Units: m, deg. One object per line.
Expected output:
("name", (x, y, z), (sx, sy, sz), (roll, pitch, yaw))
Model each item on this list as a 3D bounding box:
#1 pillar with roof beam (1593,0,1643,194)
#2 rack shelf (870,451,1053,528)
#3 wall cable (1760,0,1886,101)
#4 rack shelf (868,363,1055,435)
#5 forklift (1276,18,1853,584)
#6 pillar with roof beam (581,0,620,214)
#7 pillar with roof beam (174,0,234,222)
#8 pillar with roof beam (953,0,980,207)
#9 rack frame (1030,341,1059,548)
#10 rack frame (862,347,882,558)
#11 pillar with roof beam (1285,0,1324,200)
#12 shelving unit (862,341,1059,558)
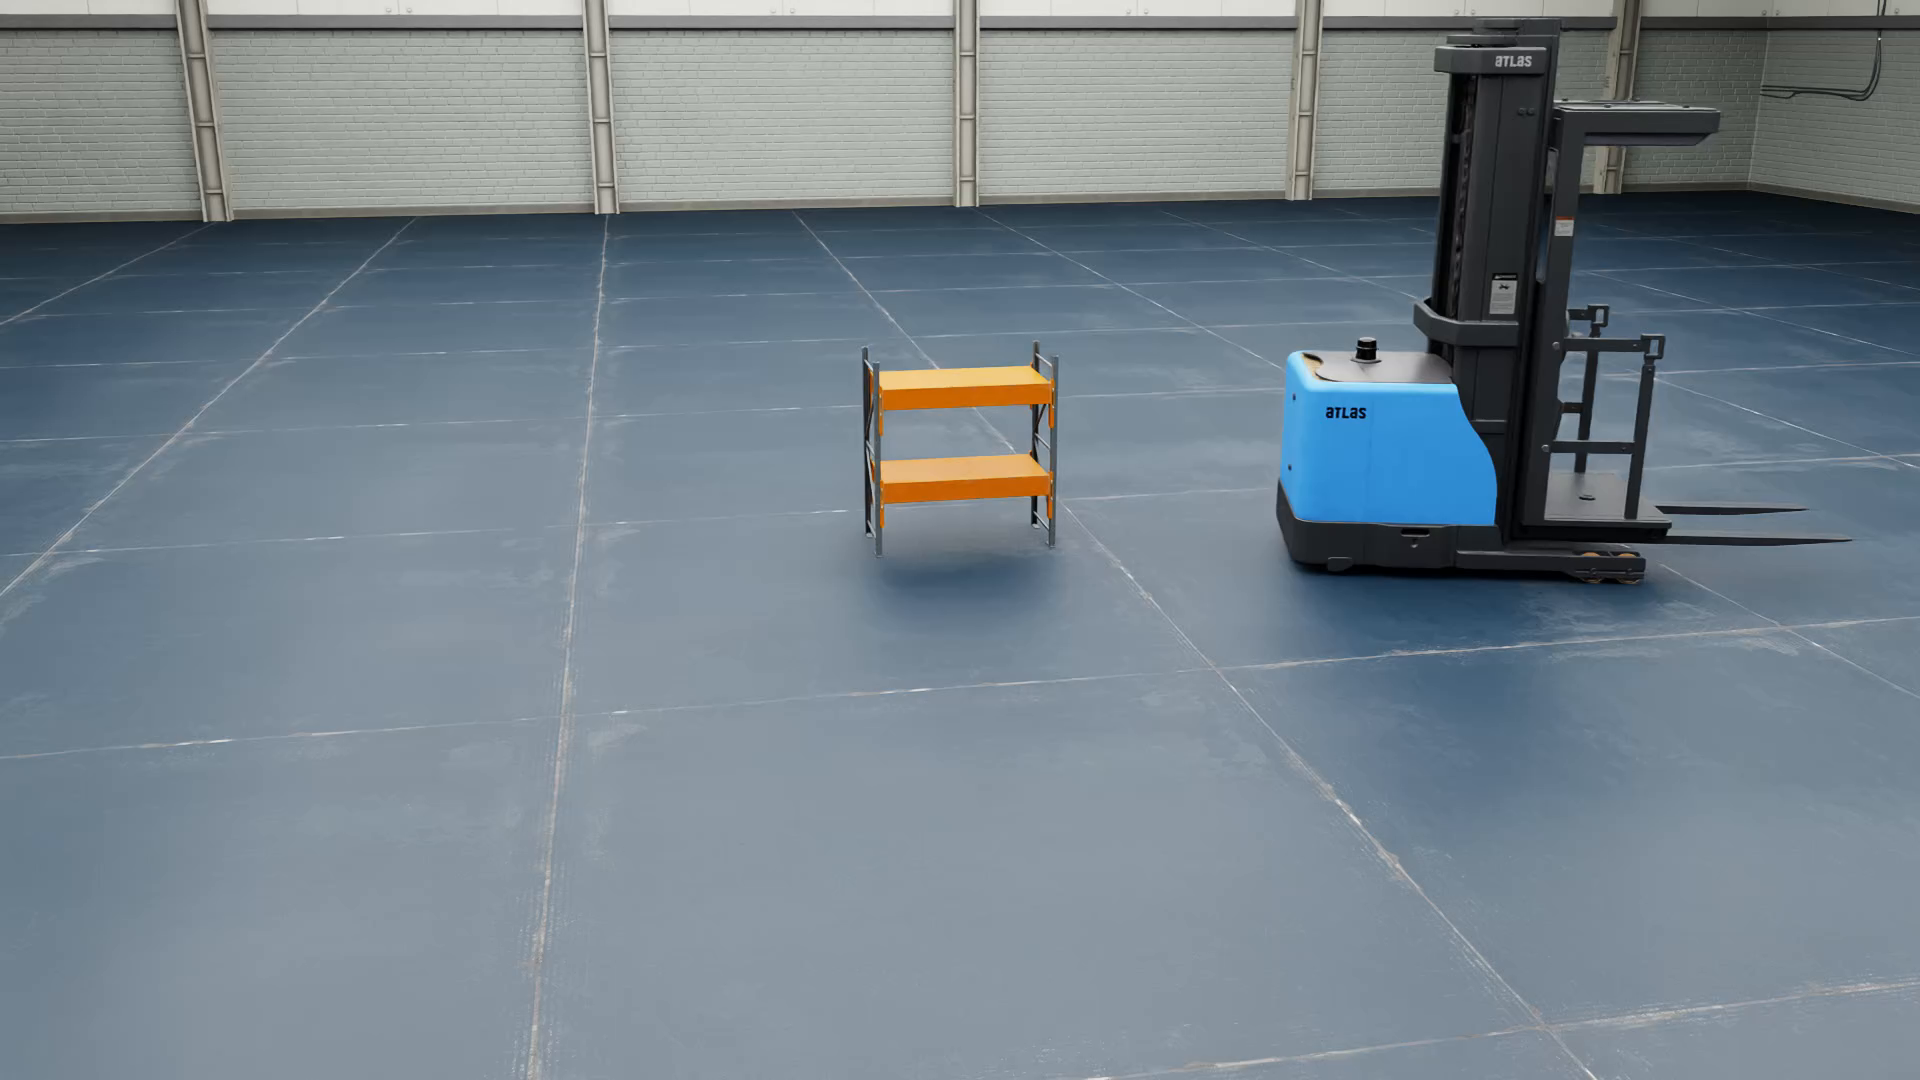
("pillar with roof beam", (12.702, -9.435, 25.202), (0.400, 9.000, 9.100), (-3, 17, -10))
("rack shelf", (-0.007, -0.304, 9.717), (1.000, 0.278, 0.538), (-3, 17, -10))
("wall cable", (15.028, -8.974, 28.992), (0.112, 2.526, 3.097), (-3, 17, -10))
("rack shelf", (-0.007, -0.817, 9.559), (1.000, 0.278, 0.538), (-3, 17, -10))
("forklift", (3.387, -1.323, 9.127), (3.031, 2.935, 1.130), (1, 17, 4))
("pillar with roof beam", (-4.972, -8.432, 21.938), (0.400, 9.000, 9.100), (-3, 17, -10))
("pillar with roof beam", (-10.863, -8.098, 20.850), (0.400, 9.000, 9.100), (-3, 17, -10))
("pillar with roof beam", (0.919, -8.766, 23.026), (0.400, 9.000, 9.100), (-3, 17, -10))
("rack frame", (0.492, -0.566, 9.738), (0.032, 1.125, 0.500), (-3, 17, -10))
("rack frame", (-0.506, -0.509, 9.553), (0.032, 1.125, 0.500), (-3, 17, -10))
("pillar with roof beam", (6.811, -9.100, 24.114), (0.400, 9.000, 9.100), (-3, 17, -10))
("shelving unit", (-0.007, -0.537, 9.645), (1.048, 1.125, 0.538), (-3, 17, -10))
